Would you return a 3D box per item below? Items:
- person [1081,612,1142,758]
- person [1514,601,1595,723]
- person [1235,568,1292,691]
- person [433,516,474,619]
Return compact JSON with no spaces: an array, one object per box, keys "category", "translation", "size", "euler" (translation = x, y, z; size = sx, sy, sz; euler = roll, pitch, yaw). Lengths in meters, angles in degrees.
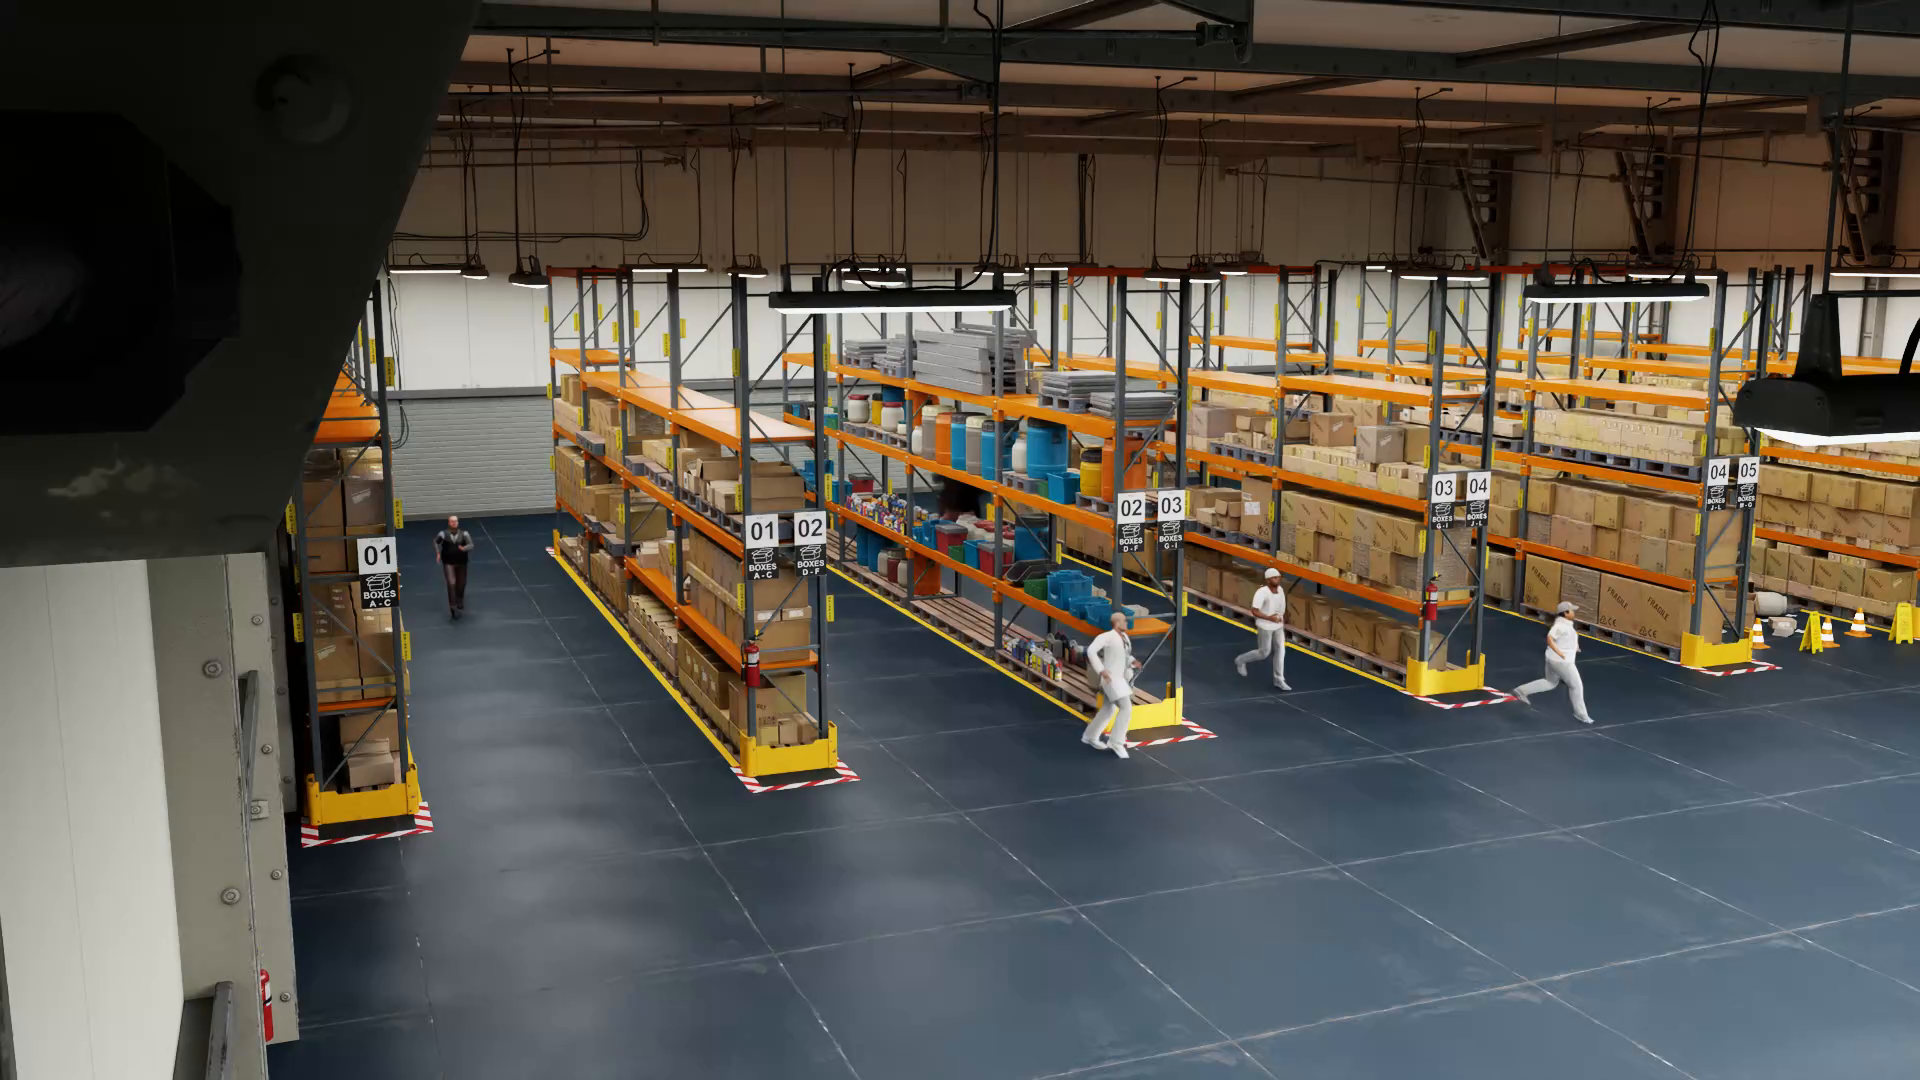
[{"category":"person","translation":[1.957,1.826,21.210],"size":[0.762,1.820,0.678],"euler":[4,11,22]},{"category":"person","translation":[8.105,1.652,22.574],"size":[1.069,1.685,0.578],"euler":[1,10,7]},{"category":"person","translation":[4.502,1.271,24.327],"size":[0.710,1.766,0.934],"euler":[-8,12,-37]},{"category":"person","translation":[-8.807,0.438,29.015],"size":[0.645,1.730,0.906],"euler":[-5,11,-25]}]
